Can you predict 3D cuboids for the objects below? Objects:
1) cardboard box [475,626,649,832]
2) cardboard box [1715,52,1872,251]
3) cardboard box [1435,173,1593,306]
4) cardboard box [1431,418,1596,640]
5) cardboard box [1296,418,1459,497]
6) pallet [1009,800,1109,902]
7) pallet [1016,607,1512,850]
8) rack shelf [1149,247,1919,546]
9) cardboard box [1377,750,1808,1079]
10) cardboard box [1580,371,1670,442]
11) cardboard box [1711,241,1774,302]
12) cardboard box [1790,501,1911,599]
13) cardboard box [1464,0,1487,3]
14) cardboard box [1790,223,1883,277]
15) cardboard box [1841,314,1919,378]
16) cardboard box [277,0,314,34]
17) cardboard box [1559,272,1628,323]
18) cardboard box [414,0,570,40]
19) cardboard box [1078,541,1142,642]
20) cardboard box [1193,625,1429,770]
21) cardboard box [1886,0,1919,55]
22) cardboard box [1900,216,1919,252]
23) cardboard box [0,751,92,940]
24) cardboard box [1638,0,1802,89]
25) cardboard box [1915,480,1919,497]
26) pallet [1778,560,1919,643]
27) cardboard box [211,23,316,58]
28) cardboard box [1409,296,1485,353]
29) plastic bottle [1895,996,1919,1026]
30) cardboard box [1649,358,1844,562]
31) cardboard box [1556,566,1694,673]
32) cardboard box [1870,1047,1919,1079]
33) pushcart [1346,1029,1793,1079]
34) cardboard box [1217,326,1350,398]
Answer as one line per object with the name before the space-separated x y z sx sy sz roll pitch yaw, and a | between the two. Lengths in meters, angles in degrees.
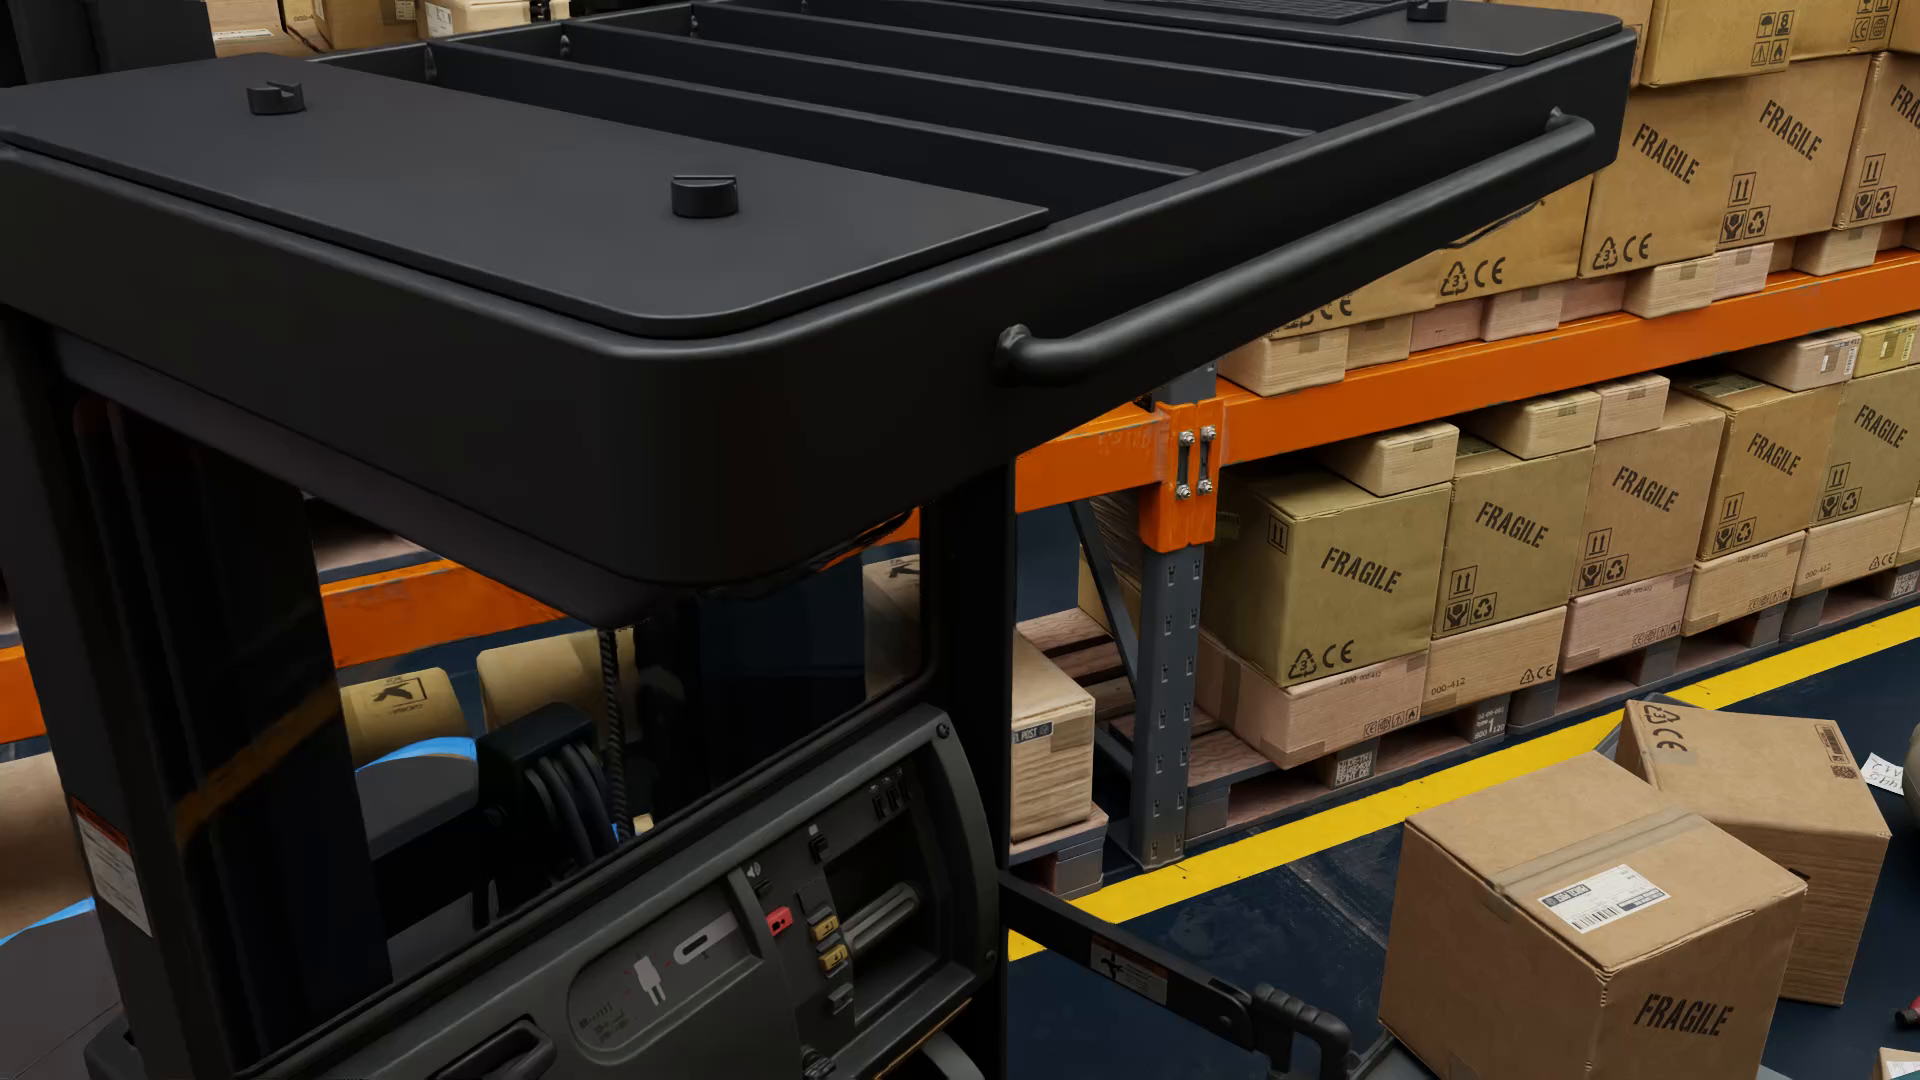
cardboard box | -0.784 0.581 4.125 0.625 0.372 0.950 -11 28 -22
cardboard box | 2.147 -1.151 4.723 0.500 0.500 0.500 -13 28 -24
cardboard box | 1.261 -0.943 4.290 0.500 0.500 0.500 -13 29 -25
cardboard box | 1.424 -0.088 4.794 0.500 0.500 0.500 -12 28 -23
cardboard box | 1.096 -0.270 4.422 0.250 0.149 0.380 -13 28 -24
pallet | -0.376 0.746 4.452 1.213 0.211 1.003 -13 29 -25
pallet | 0.886 0.437 5.096 1.213 0.211 1.003 -13 29 -25
rack shelf | 2.075 -0.753 5.184 4.000 0.370 1.077 -13 29 -25
cardboard box | 1.174 0.789 3.154 0.500 0.500 0.500 -13 29 -25
cardboard box | 1.785 -0.431 4.758 0.250 0.149 0.380 -11 28 -22
cardboard box | 2.081 -0.817 4.777 0.250 0.149 0.380 -13 29 -25
cardboard box | 2.792 -0.065 5.610 0.500 0.250 0.500 -13 29 -25
cardboard box | 0.800 -1.307 3.891 0.500 0.500 0.700 -13 29 -26
cardboard box | 2.514 -0.926 5.004 0.250 0.149 0.380 -13 29 -26
cardboard box | 2.740 -0.652 5.217 0.250 0.149 0.380 -12 28 -24
cardboard box | -2.793 -2.417 7.415 0.500 0.250 0.500 -14 29 -26
cardboard box | 1.612 -0.739 4.613 0.250 0.149 0.380 -13 29 -25
cardboard box | -0.824 -0.940 3.049 0.250 0.149 0.380 -14 29 -27
cardboard box | 0.705 0.157 5.149 0.500 0.250 0.500 -12 28 -23
cardboard box | 0.958 0.363 4.719 0.500 0.250 0.500 -14 29 -27
cardboard box | 2.640 -1.684 4.677 0.500 0.500 0.700 -13 29 -26
cardboard box | 2.990 -1.012 5.181 0.250 0.149 0.380 -12 28 -24
cardboard box | -2.069 0.875 3.512 0.625 0.372 0.950 -14 29 -26
cardboard box | 1.717 -1.494 4.282 0.500 0.500 0.700 -14 29 -26
cardboard box | 3.255 -0.510 5.671 0.500 0.500 0.500 -13 28 -25
pallet | 3.039 -0.060 6.131 1.213 0.211 1.003 -13 29 -25
cardboard box | -1.571 -0.746 3.394 0.500 0.500 0.500 -14 29 -27
cardboard box | 1.157 -0.635 4.398 0.250 0.149 0.380 -13 29 -25
plastic bottle | 2.331 1.108 3.871 0.283 0.061 0.133 -8 27 -16
cardboard box | 2.348 -0.302 5.239 0.500 0.500 0.500 -14 29 -26
cardboard box | 1.890 0.141 5.182 0.500 0.250 0.500 -13 29 -26
cardboard box | 2.039 1.216 3.410 0.258 0.266 0.396 10 27 20
pushcart | 1.427 1.373 2.955 1.648 0.377 0.936 21 33 37
cardboard box | 0.739 -0.498 4.113 0.250 0.149 0.380 -13 29 -25
